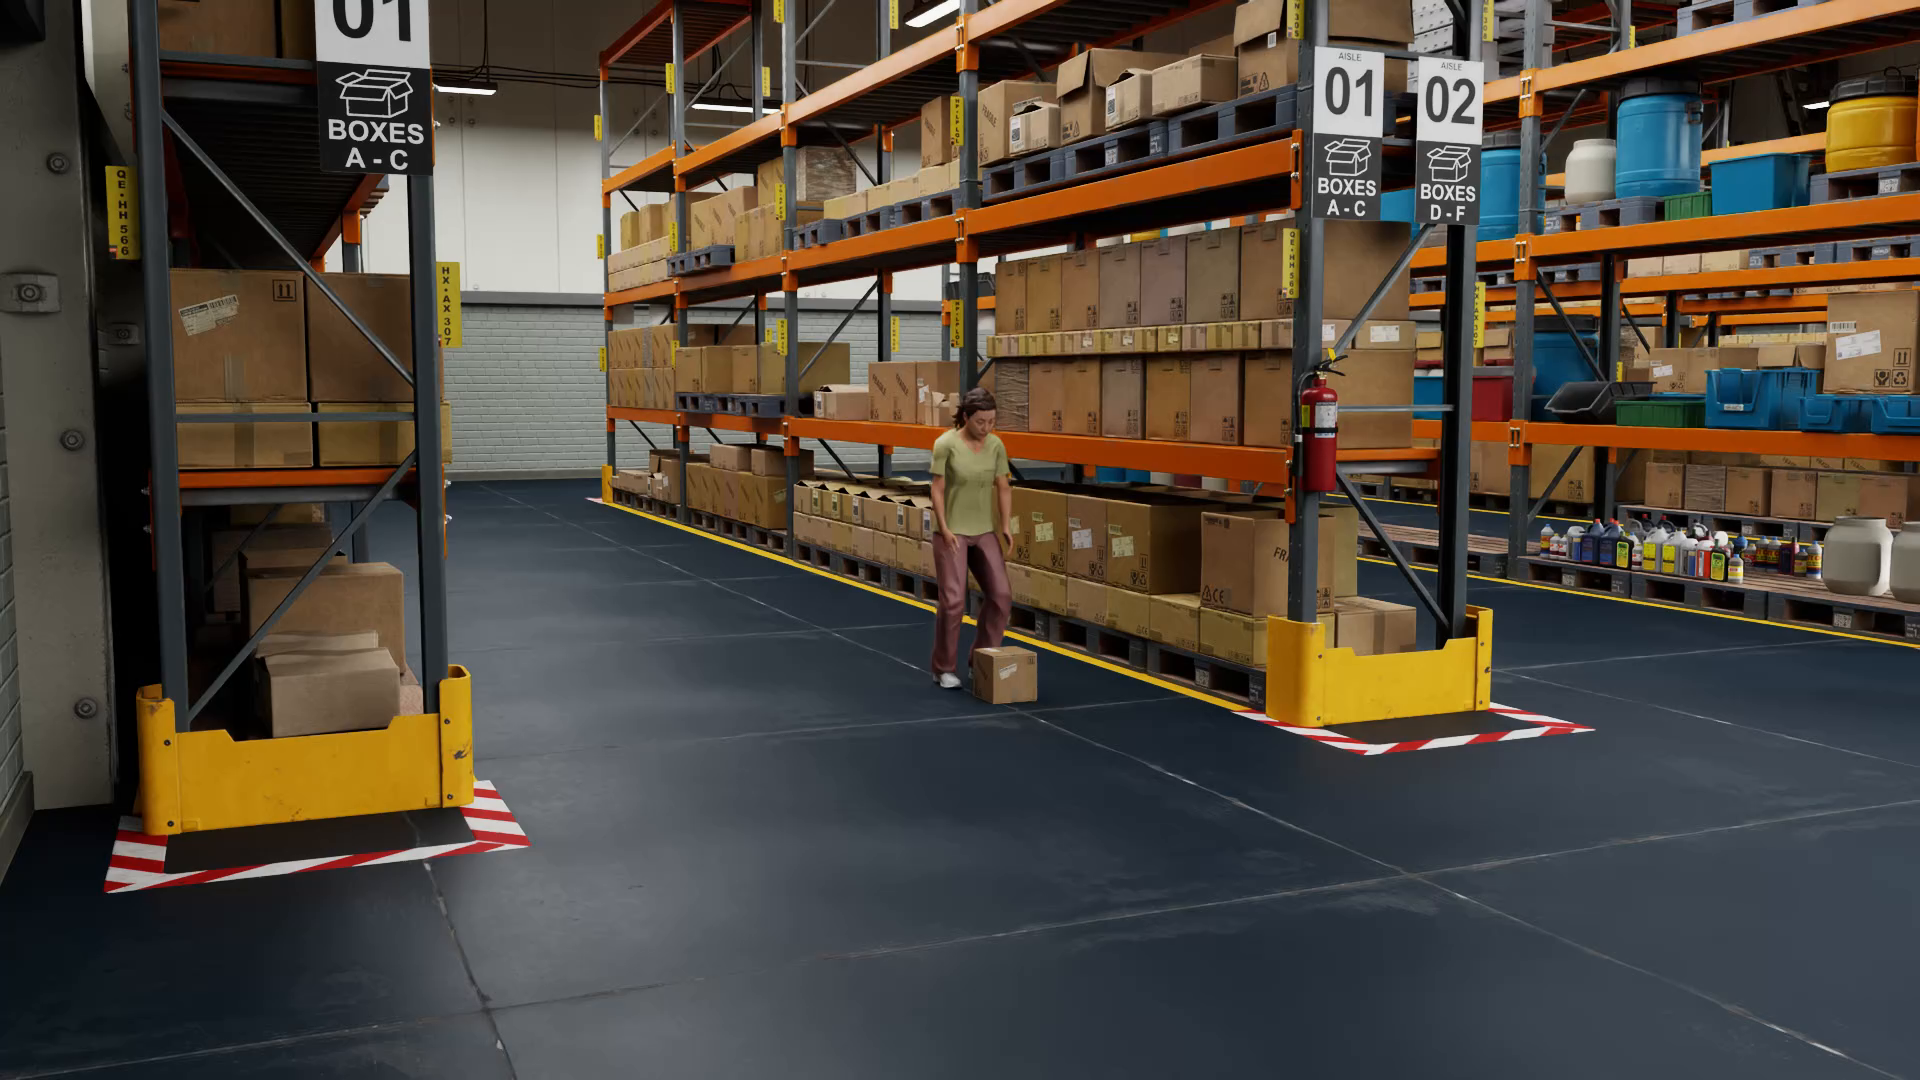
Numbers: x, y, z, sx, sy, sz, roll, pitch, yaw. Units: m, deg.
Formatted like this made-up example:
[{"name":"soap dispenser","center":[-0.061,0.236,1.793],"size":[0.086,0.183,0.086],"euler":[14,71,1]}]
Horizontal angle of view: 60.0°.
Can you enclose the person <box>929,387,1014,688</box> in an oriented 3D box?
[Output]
[{"name":"person","center":[0.067,-0.016,8.997],"size":[0.474,1.616,0.406],"euler":[-2,6,-22]}]
